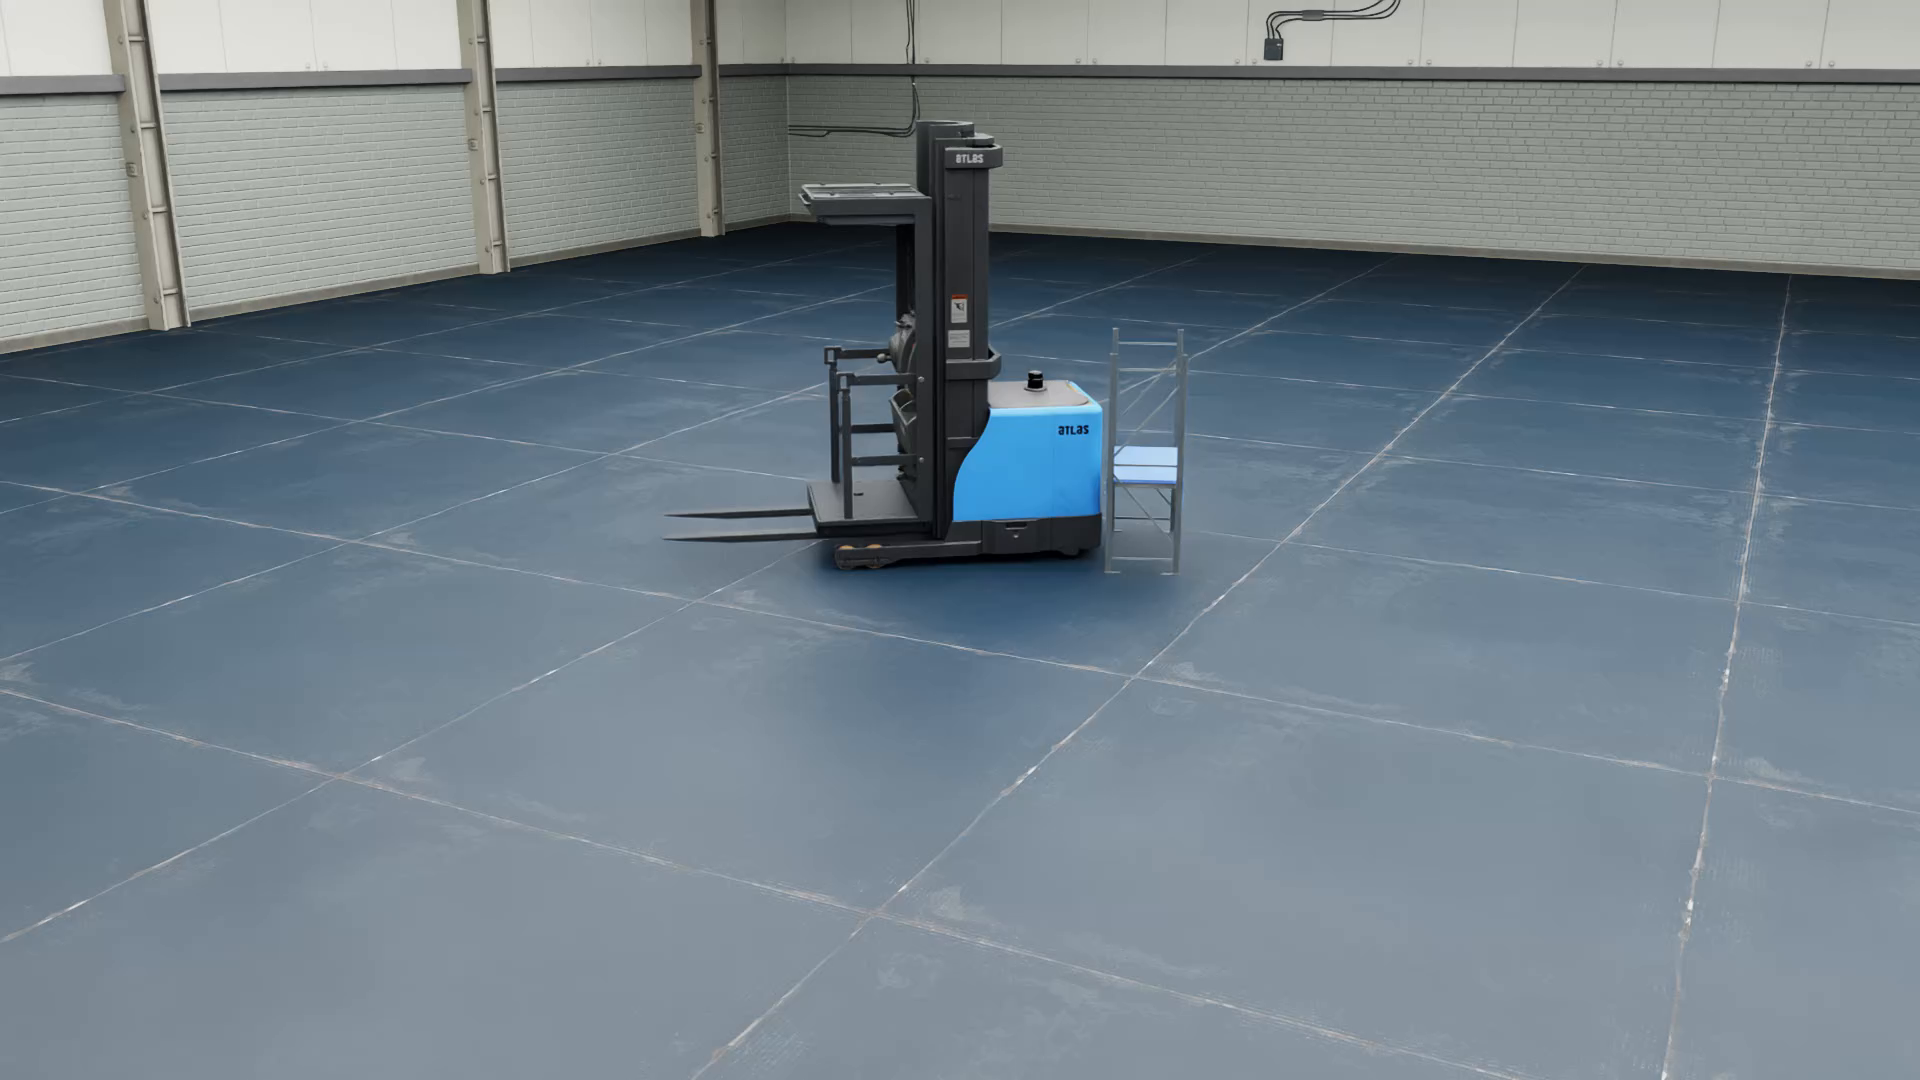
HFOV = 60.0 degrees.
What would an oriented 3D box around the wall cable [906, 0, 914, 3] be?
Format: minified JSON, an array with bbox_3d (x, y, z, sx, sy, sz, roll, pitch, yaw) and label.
[{"bbox_3d":[0.248,-11.241,30.648,3.097,2.526,0.112,8,18,25],"label":"wall cable"}]

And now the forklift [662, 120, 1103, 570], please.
[{"bbox_3d":[-0.573,-1.360,11.455,3.031,2.935,1.130,-3,17,-9],"label":"forklift"}]

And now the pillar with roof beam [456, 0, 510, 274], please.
[{"bbox_3d":[-3.501,-7.994,23.134,9.100,9.000,0.400,8,18,25],"label":"pillar with roof beam"}]

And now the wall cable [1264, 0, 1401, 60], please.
[{"bbox_3d":[6.314,-11.071,27.520,2.305,6.003,0.169,8,18,25],"label":"wall cable"}]

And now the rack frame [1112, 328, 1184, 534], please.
[{"bbox_3d":[1.335,-0.777,12.008,0.500,1.500,0.032,2,17,6],"label":"rack frame"}]

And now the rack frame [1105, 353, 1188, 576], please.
[{"bbox_3d":[1.231,-0.489,11.038,0.500,1.500,0.032,2,17,6],"label":"rack frame"}]

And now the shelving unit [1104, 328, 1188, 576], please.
[{"bbox_3d":[1.283,-0.633,11.523,0.538,1.500,1.048,2,17,6],"label":"shelving unit"}]

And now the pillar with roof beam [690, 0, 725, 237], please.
[{"bbox_3d":[-0.820,-9.522,28.280,9.100,9.000,0.400,8,18,25],"label":"pillar with roof beam"}]

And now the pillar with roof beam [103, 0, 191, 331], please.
[{"bbox_3d":[-6.182,-6.466,17.989,9.100,9.000,0.400,8,18,25],"label":"pillar with roof beam"}]

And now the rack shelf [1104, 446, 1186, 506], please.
[{"bbox_3d":[1.283,-0.461,11.574,0.538,0.185,1.000,2,17,6],"label":"rack shelf"}]

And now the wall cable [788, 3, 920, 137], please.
[{"bbox_3d":[-2.172,-9.164,32.526,3.097,2.526,0.112,8,18,25],"label":"wall cable"}]
